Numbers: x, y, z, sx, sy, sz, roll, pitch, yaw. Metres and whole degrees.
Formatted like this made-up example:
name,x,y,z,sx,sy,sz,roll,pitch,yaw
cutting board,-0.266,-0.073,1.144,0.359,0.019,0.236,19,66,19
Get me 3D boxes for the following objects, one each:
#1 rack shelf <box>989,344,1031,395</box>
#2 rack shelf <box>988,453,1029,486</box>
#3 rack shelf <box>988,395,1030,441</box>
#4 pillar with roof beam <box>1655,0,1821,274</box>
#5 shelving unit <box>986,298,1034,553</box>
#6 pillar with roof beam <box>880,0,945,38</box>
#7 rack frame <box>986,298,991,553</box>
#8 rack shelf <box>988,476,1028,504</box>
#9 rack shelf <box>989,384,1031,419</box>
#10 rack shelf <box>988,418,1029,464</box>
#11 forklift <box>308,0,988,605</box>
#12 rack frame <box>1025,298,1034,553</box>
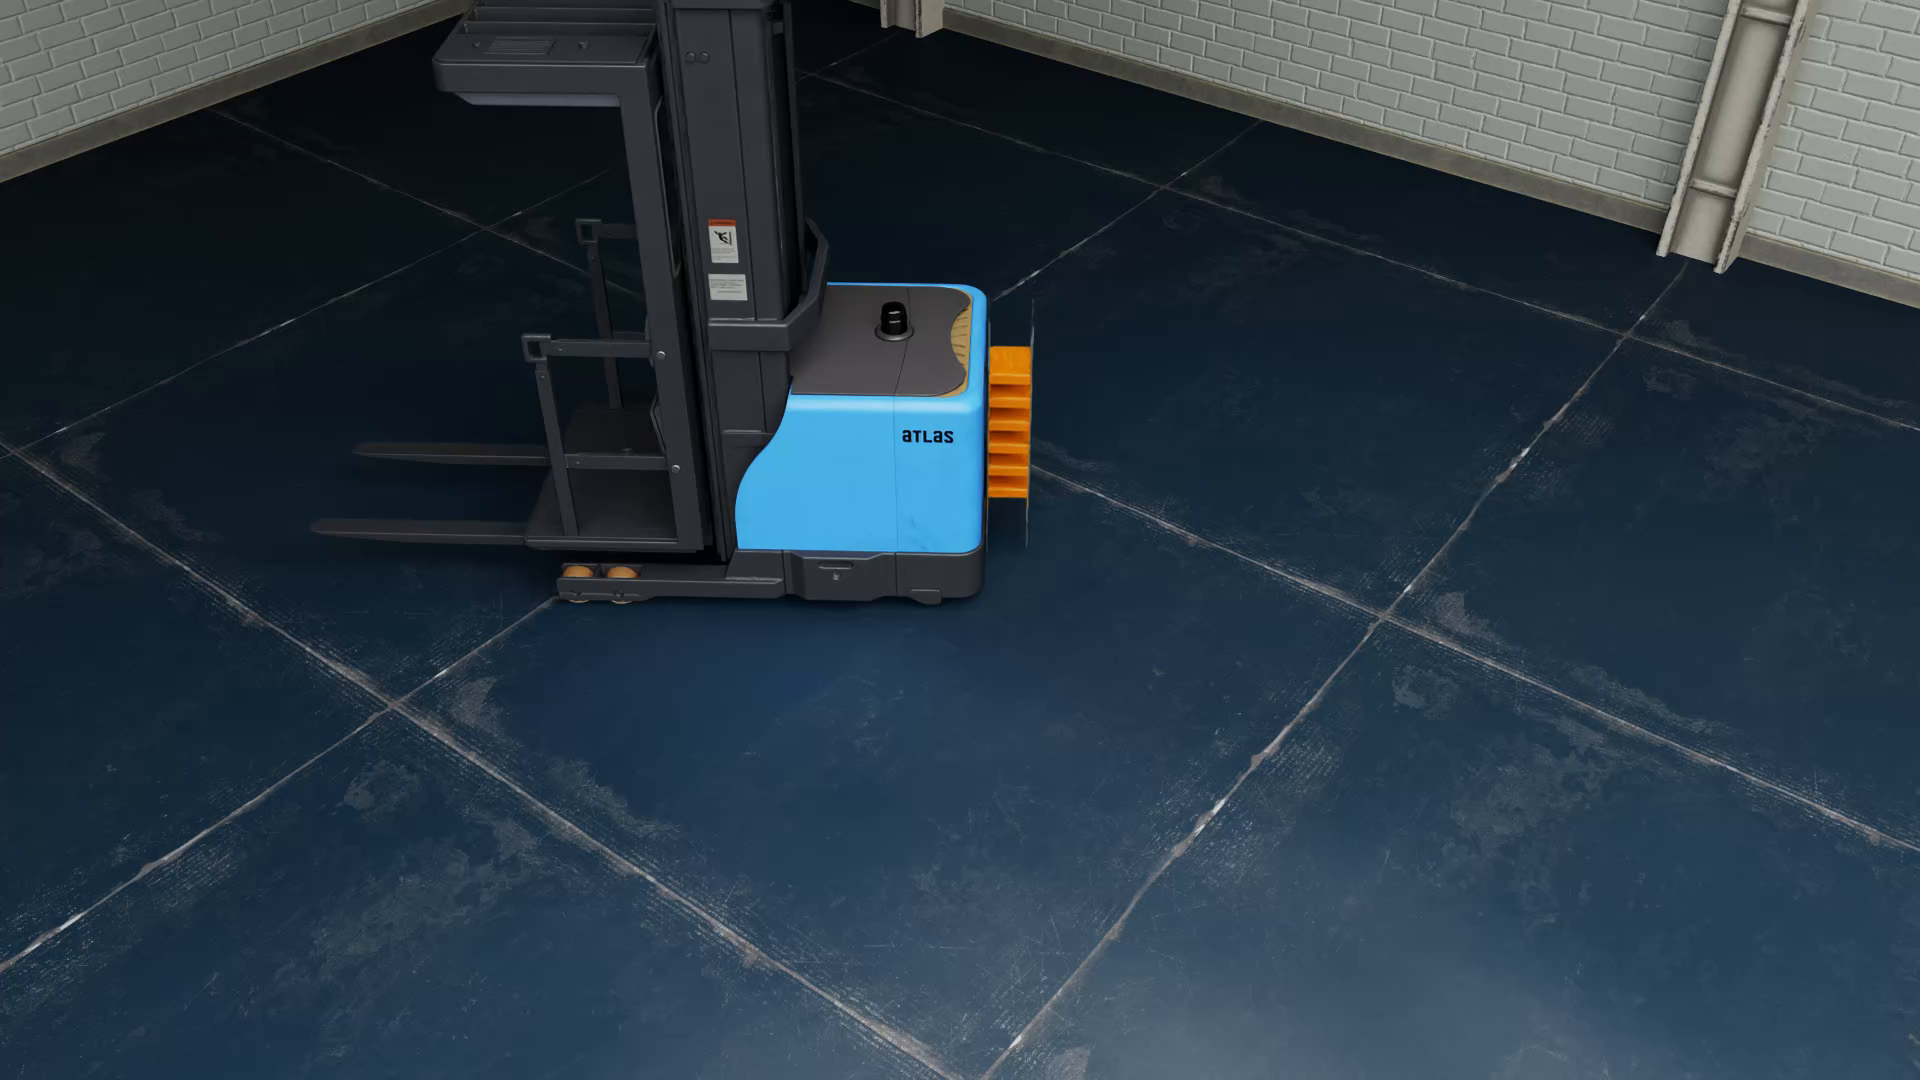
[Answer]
name,x,y,z,sx,sy,sz,roll,pitch,yaw
rack shelf,0.217,-0.739,7.207,0.180,0.103,0.258,1,38,1
rack shelf,0.217,-0.359,7.500,0.180,0.103,0.258,1,38,1
rack shelf,0.217,-0.549,7.354,0.180,0.103,0.258,1,38,1
pillar with roof beam,1.787,-3.143,4.465,0.400,9.000,9.100,25,45,29
shelving unit,0.217,-0.489,7.400,0.189,1.200,0.258,1,38,1
pillar with roof beam,-2.979,-5.390,7.335,0.400,9.000,9.100,25,45,29
rack frame,0.126,-0.491,7.402,0.006,1.200,0.240,1,38,1
rack shelf,0.217,-0.264,7.573,0.180,0.103,0.258,1,38,1
rack shelf,0.217,-0.644,7.281,0.180,0.103,0.258,1,38,1
rack shelf,0.217,-0.454,7.427,0.180,0.103,0.258,1,38,1
forklift,-1.396,-1.196,6.900,3.031,2.935,1.130,1,38,2
rack frame,0.309,-0.488,7.398,0.006,1.200,0.240,1,38,1
